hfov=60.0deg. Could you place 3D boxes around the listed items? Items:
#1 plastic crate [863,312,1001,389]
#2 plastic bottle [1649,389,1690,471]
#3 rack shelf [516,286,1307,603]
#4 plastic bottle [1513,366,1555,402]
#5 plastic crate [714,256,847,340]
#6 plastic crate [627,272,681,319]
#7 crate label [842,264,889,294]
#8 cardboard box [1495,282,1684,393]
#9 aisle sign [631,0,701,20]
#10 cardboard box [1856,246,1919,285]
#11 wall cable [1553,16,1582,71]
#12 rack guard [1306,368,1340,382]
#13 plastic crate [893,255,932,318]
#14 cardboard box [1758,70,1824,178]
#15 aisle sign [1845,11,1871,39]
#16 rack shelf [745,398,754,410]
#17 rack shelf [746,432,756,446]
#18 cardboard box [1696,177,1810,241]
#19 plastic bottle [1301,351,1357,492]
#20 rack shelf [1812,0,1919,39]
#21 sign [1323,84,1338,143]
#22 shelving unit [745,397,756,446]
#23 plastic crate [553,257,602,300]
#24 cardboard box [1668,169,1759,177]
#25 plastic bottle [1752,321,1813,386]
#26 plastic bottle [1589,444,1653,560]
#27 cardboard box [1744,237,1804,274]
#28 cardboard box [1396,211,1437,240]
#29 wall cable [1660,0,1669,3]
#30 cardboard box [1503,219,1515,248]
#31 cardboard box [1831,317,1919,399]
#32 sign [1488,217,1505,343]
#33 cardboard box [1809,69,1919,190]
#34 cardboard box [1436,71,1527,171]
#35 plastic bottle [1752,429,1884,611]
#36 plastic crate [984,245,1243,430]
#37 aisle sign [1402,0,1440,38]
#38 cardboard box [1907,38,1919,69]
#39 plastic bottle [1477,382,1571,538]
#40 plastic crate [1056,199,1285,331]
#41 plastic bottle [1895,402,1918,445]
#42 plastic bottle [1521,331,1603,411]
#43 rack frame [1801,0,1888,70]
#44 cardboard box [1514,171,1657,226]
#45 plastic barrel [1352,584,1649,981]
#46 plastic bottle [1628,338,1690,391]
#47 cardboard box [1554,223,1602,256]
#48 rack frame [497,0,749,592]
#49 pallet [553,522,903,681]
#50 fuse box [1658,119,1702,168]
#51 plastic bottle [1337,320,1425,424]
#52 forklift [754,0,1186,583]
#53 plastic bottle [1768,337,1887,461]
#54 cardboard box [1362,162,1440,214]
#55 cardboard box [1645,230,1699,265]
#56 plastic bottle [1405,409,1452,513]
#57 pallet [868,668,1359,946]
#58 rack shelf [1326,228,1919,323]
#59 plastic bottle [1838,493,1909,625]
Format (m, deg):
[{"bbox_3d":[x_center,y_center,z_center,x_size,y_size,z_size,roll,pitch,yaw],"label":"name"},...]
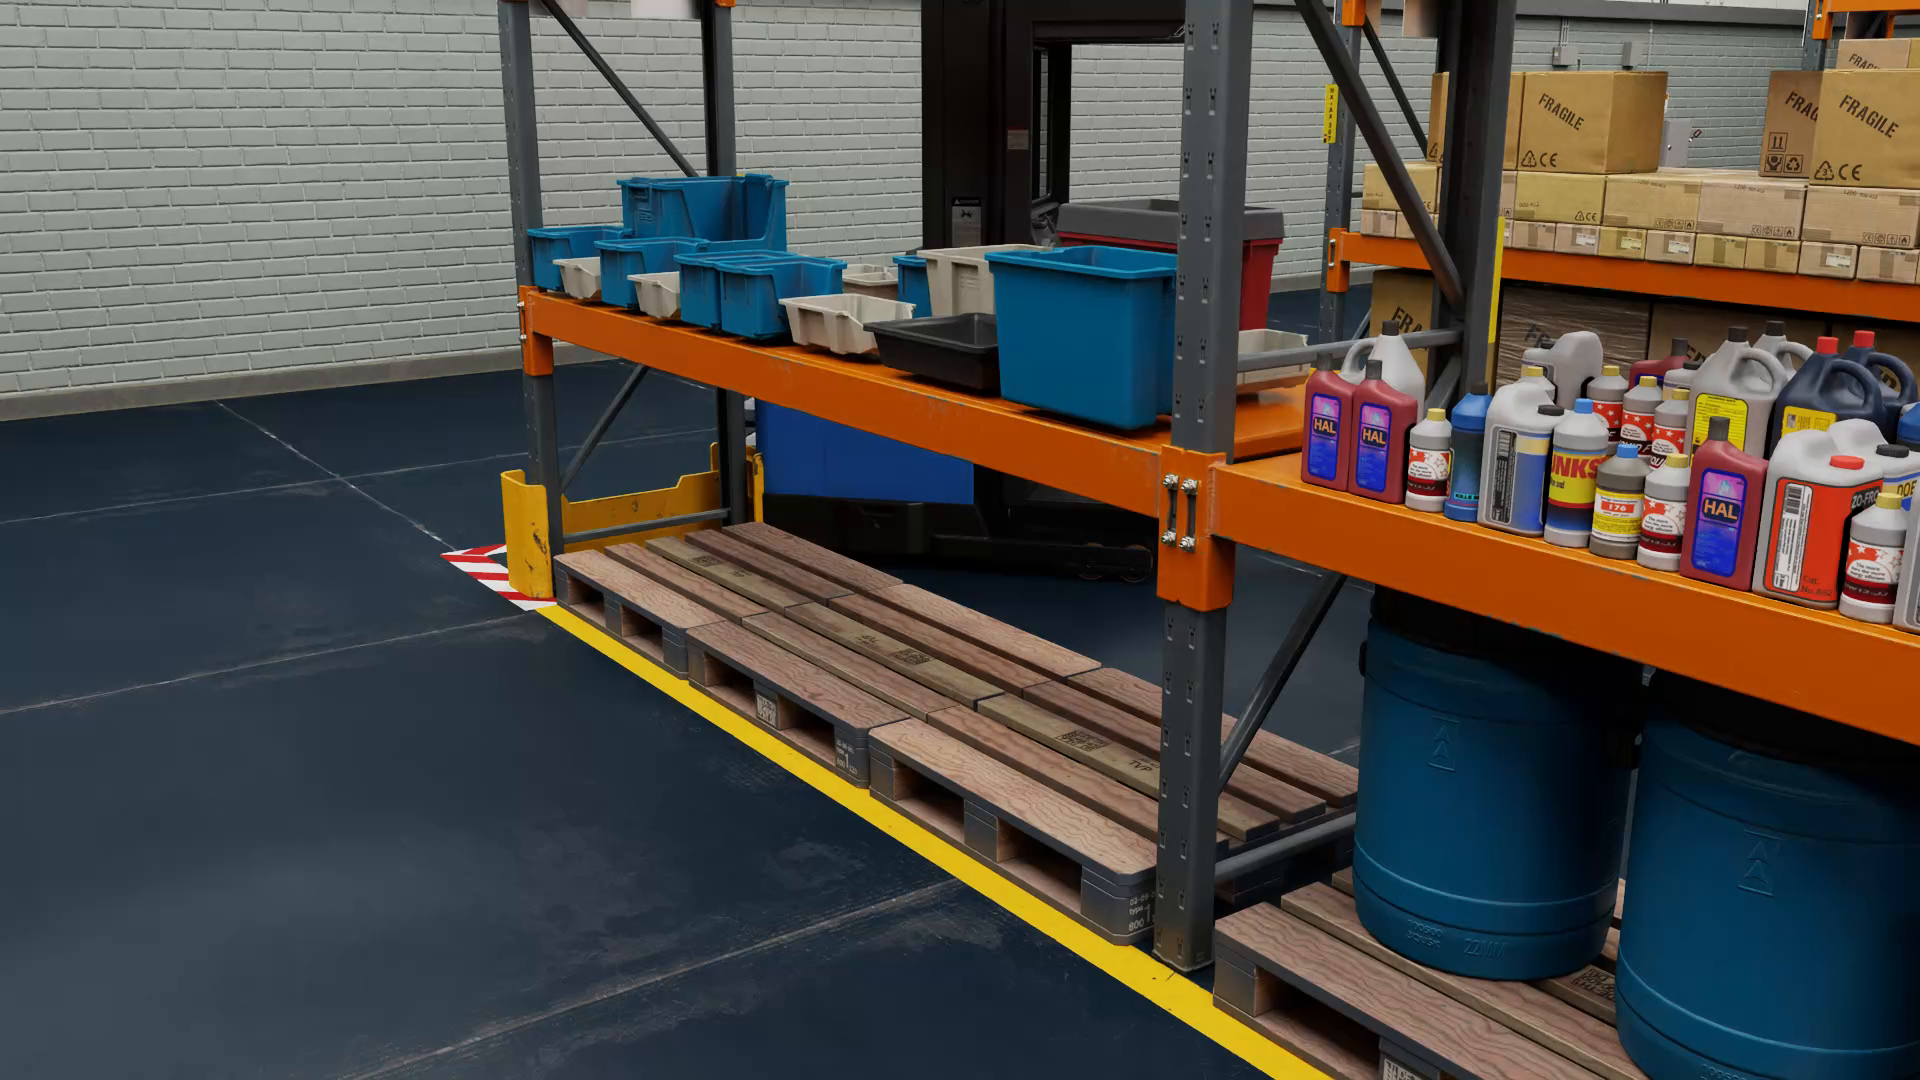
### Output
[{"bbox_3d":[0.052,-0.548,4.805,0.437,0.125,0.590,-11,19,-35],"label":"plastic crate"},{"bbox_3d":[1.545,-0.224,3.587,0.097,0.201,0.097,0,15,0],"label":"plastic bottle"},{"bbox_3d":[-0.249,-0.535,5.711,1.077,0.370,4.000,-11,19,-35],"label":"rack shelf"},{"bbox_3d":[1.330,-0.302,3.872,0.097,0.201,0.097,0,15,0],"label":"plastic bottle"},{"bbox_3d":[-0.595,-0.808,5.550,0.416,0.233,0.300,-11,19,-35],"label":"plastic crate"},{"bbox_3d":[-1.025,-0.881,5.997,0.250,0.136,0.298,-11,19,-35],"label":"plastic crate"},{"bbox_3d":[-0.457,-0.945,6.232,0.396,0.136,0.243,-11,19,-35],"label":"crate label"},{"bbox_3d":[3.558,-0.937,9.046,0.875,0.875,0.875,-11,19,-35],"label":"cardboard box"},{"bbox_3d":[-1.230,-2.624,7.055,0.394,0.787,0.004,-11,19,-35],"label":"aisle sign"},{"bbox_3d":[4.187,-1.226,7.351,0.380,0.149,0.250,-11,19,-35],"label":"cardboard box"},{"bbox_3d":[7.263,-5.321,19.853,0.585,1.953,0.123,-11,19,-35],"label":"wall cable"},{"bbox_3d":[2.567,-0.877,10.334,1.175,0.500,0.348,-11,19,-35],"label":"rack guard"},{"bbox_3d":[-0.010,-0.858,5.733,0.416,0.233,0.300,-11,19,-35],"label":"plastic crate"},{"bbox_3d":[4.266,-2.015,8.056,0.500,0.500,0.500,-12,19,-36],"label":"cardboard box"},{"bbox_3d":[6.853,-4.142,12.603,0.394,0.787,0.004,-11,19,-35],"label":"aisle sign"},{"bbox_3d":[-0.945,-0.668,8.256,0.200,0.077,0.258,3,16,12],"label":"rack shelf"},{"bbox_3d":[-0.945,-0.494,8.304,0.200,0.077,0.258,3,16,12],"label":"rack shelf"},{"bbox_3d":[3.855,-1.567,7.841,0.500,0.250,0.500,-10,18,-33],"label":"cardboard box"},{"bbox_3d":[0.798,-0.254,3.543,0.061,0.283,0.133,-11,19,-35],"label":"plastic bottle"},{"bbox_3d":[7.829,-3.499,10.858,1.077,0.370,4.000,-11,19,-35],"label":"rack shelf"},{"bbox_3d":[2.129,-2.449,9.550,0.100,0.325,0.005,-11,19,-35],"label":"sign"},{"bbox_3d":[-0.945,-0.526,8.295,0.210,0.900,0.258,3,16,12],"label":"shelving unit"},{"bbox_3d":[-1.424,-1.025,6.526,0.250,0.136,0.298,-11,19,-35],"label":"plastic crate"},{"bbox_3d":[3.988,-1.759,8.541,0.500,0.250,0.500,-11,19,-34],"label":"cardboard box"},{"bbox_3d":[1.732,-0.285,3.530,0.144,0.351,0.185,-11,19,-35],"label":"plastic bottle"},{"bbox_3d":[1.209,-0.073,3.037,0.097,0.201,0.097,0,15,0],"label":"plastic bottle"},{"bbox_3d":[3.884,-1.336,7.752,0.380,0.149,0.250,-10,18,-34],"label":"cardboard box"},{"bbox_3d":[2.675,-1.775,9.355,0.380,0.149,0.250,-11,19,-35],"label":"cardboard box"},{"bbox_3d":[9.911,-8.239,21.061,2.988,3.039,0.133,-11,19,-35],"label":"wall cable"},{"bbox_3d":[2.980,-1.665,8.952,0.380,0.149,0.250,-11,19,-35],"label":"cardboard box"},{"bbox_3d":[4.610,-0.555,7.650,0.875,0.875,0.875,-11,19,-35],"label":"cardboard box"},{"bbox_3d":[1.373,-0.673,4.329,0.100,0.325,0.005,-11,19,-35],"label":"sign"},{"bbox_3d":[4.156,-1.821,7.346,0.500,0.500,0.500,-11,19,-34],"label":"cardboard box"},{"bbox_3d":[2.939,-2.259,8.949,0.500,0.500,0.500,-11,19,-36],"label":"cardboard box"},{"bbox_3d":[1.435,-0.039,2.772,0.152,0.276,0.135,-11,19,-35],"label":"plastic bottle"},{"bbox_3d":[0.377,-0.523,4.220,0.392,0.384,0.575,-11,19,-35],"label":"plastic crate"},{"bbox_3d":[2.782,-3.393,9.868,0.394,0.787,0.004,-11,19,-35],"label":"aisle sign"},{"bbox_3d":[7.004,-3.256,11.644,0.500,0.500,0.500,-10,18,-33],"label":"cardboard box"},{"bbox_3d":[1.106,-0.159,3.209,0.152,0.276,0.135,-11,19,-35],"label":"plastic bottle"},{"bbox_3d":[0.605,-0.744,4.878,0.402,0.464,0.583,-11,19,-35],"label":"plastic crate"},{"bbox_3d":[1.932,-0.175,3.269,0.152,0.276,0.135,-11,19,-35],"label":"plastic bottle"},{"bbox_3d":[1.420,-0.361,3.948,0.152,0.276,0.135,-11,19,-35],"label":"plastic bottle"},{"bbox_3d":[6.653,-2.826,12.719,1.000,3.000,0.127,-11,19,-35],"label":"rack frame"},{"bbox_3d":[3.249,-1.787,8.642,0.500,0.250,0.500,-12,19,-36],"label":"cardboard box"},{"bbox_3d":[1.233,0.474,3.843,0.600,0.901,0.708,-11,19,-35],"label":"plastic barrel"},{"bbox_3d":[1.593,-0.322,3.792,0.061,0.283,0.133,-11,19,-35],"label":"plastic bottle"},{"bbox_3d":[3.281,-1.555,8.552,0.380,0.149,0.250,-11,19,-35],"label":"cardboard box"},{"bbox_3d":[-1.425,-1.309,7.176,1.000,3.000,0.127,-11,19,-35],"label":"rack frame"},{"bbox_3d":[-0.971,0.218,6.879,1.003,0.211,1.213,-11,19,-35],"label":"pallet"},{"bbox_3d":[9.048,-4.490,21.239,0.539,1.711,0.414,-11,19,-35],"label":"fuse box"},{"bbox_3d":[0.896,-0.297,3.572,0.144,0.351,0.185,-11,19,-35],"label":"plastic bottle"},{"bbox_3d":[0.611,-1.378,7.559,3.031,2.935,1.130,3,16,12],"label":"forklift"},{"bbox_3d":[1.724,-0.224,3.304,0.144,0.351,0.185,-11,19,-35],"label":"plastic bottle"},{"bbox_3d":[2.645,-2.004,9.438,0.500,0.250,0.500,-11,19,-36],"label":"cardboard box"},{"bbox_3d":[3.584,-1.445,8.151,0.380,0.149,0.250,-10,18,-34],"label":"cardboard box"},{"bbox_3d":[0.959,-0.164,3.370,0.097,0.201,0.097,0,15,0],"label":"plastic bottle"},{"bbox_3d":[0.463,0.739,4.975,1.003,0.211,1.213,-11,19,-35],"label":"pallet"},{"bbox_3d":[3.757,-1.304,8.520,1.077,0.370,4.000,-11,19,-35],"label":"rack shelf"},{"bbox_3d":[1.481,0.026,2.676,0.097,0.201,0.097,0,15,0],"label":"plastic bottle"}]
